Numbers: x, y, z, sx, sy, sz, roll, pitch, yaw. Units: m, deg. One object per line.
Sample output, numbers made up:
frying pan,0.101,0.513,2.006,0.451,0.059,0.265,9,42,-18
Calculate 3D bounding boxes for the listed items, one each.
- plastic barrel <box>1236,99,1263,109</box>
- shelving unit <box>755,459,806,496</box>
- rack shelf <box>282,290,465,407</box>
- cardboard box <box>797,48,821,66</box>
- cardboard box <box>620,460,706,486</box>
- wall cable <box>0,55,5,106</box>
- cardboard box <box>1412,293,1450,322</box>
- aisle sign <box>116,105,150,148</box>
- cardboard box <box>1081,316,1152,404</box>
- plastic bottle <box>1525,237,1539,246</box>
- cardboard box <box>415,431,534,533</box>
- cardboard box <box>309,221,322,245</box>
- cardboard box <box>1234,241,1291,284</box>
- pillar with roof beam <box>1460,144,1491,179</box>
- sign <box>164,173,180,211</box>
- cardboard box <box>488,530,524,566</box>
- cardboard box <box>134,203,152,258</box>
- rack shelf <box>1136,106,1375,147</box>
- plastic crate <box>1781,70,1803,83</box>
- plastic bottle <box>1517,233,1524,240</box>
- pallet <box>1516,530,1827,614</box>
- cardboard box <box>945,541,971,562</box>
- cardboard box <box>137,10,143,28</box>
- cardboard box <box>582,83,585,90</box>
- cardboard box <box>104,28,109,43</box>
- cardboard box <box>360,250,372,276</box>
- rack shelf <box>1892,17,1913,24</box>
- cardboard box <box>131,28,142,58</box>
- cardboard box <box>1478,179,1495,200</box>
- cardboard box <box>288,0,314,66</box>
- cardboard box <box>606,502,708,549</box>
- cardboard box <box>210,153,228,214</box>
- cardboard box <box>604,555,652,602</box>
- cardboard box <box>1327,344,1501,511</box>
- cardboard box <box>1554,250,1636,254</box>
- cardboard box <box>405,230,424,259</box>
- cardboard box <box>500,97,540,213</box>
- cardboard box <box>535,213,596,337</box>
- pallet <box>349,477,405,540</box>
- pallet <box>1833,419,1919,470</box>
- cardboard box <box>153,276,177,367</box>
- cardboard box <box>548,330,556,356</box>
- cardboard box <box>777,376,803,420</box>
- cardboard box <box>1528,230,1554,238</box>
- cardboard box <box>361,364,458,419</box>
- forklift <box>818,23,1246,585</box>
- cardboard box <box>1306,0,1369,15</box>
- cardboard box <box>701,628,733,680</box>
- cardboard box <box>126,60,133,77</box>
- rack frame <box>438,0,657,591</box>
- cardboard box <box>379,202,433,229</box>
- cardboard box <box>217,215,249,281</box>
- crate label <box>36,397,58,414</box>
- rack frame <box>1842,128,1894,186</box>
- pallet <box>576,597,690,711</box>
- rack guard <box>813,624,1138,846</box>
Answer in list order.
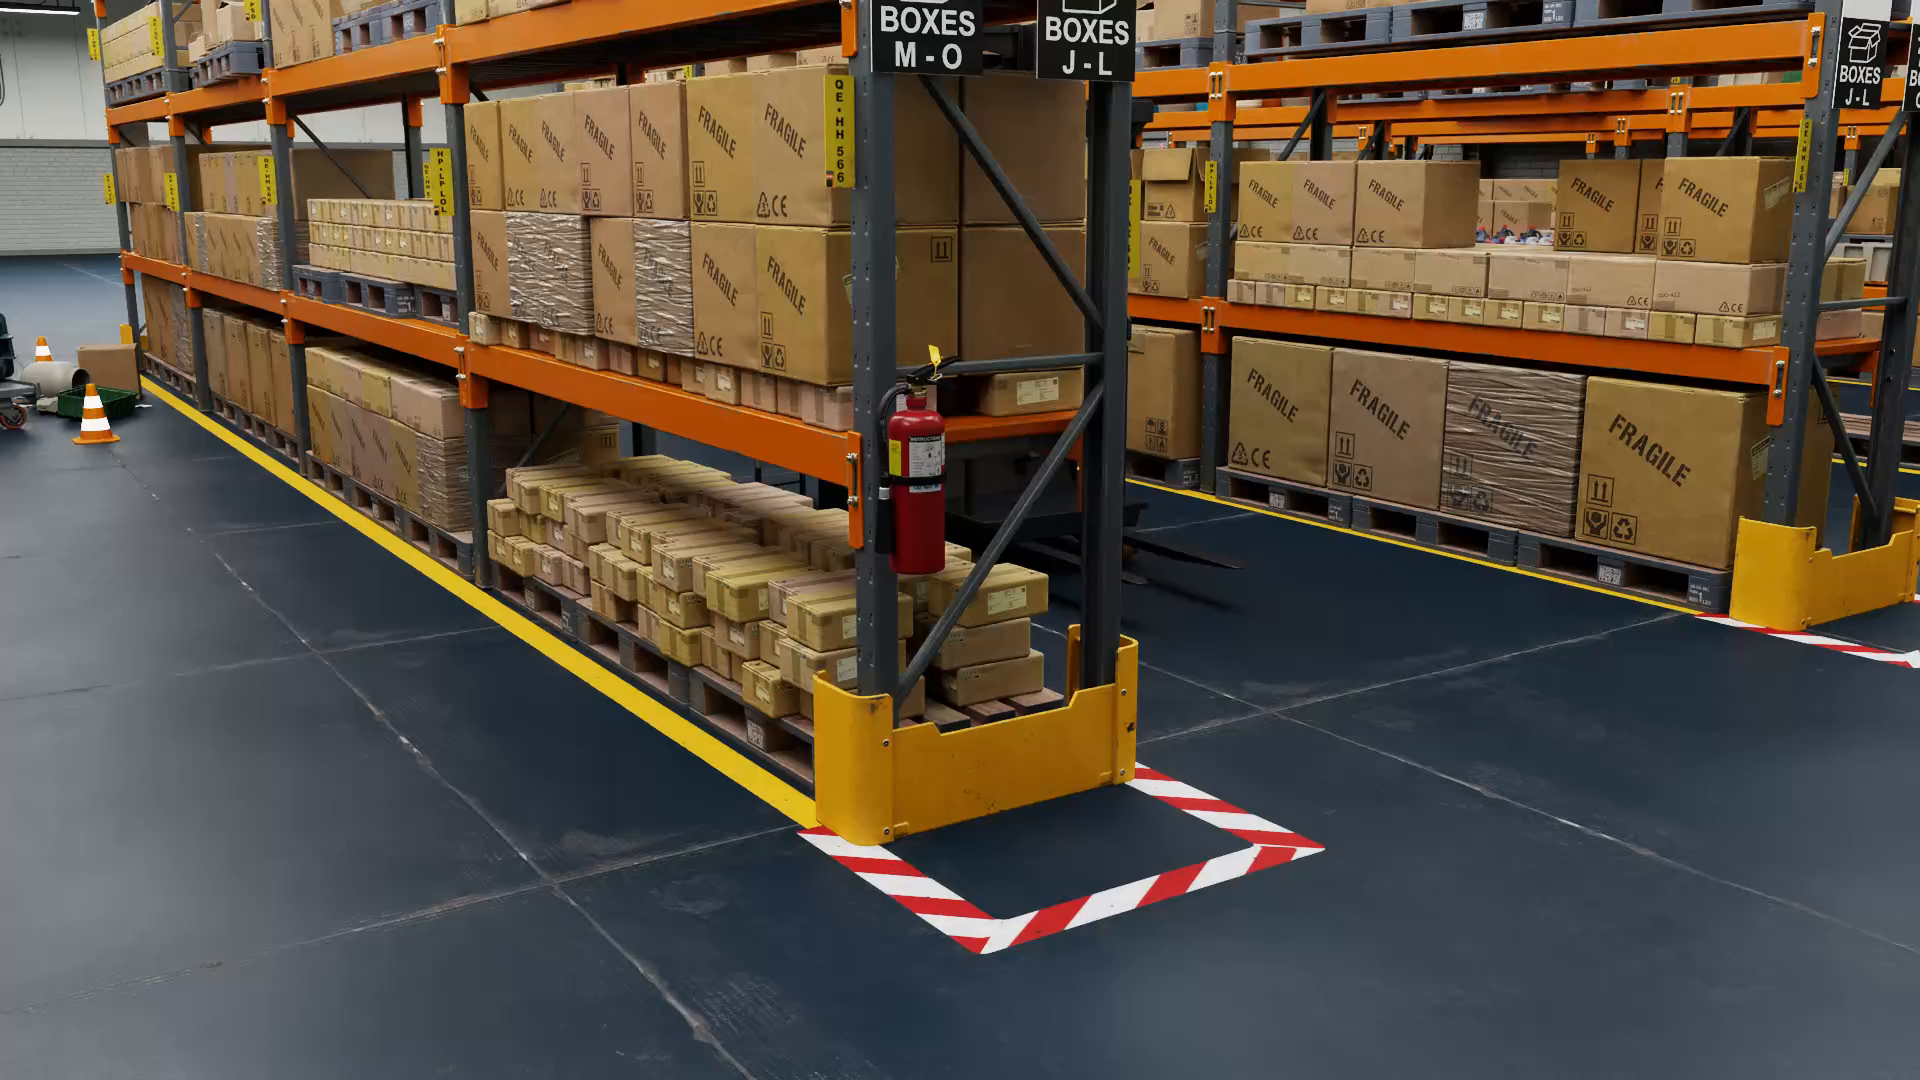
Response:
plastic barrel,3.091,-4.734,17.793,0.301,0.262,0.301,0,12,0
shelving unit,-0.943,-0.945,10.671,0.431,1.500,0.755,-11,17,-42
rack shelf,-3.210,-1.276,10.357,1.077,0.370,4.000,-8,15,-33
cardboard box,-1.160,-4.545,15.200,0.500,0.500,0.500,-8,15,-32
cardboard box,-1.513,-0.301,8.515,0.380,0.149,0.250,-8,15,-32
wall cable,-26.551,-13.712,43.539,2.305,6.003,0.169,-8,15,-33
cardboard box,2.835,-1.349,9.596,0.380,0.149,0.250,-9,15,-34
aisle sign,-9.040,-4.653,18.031,0.394,0.787,0.004,-8,15,-33
cardboard box,1.216,-1.278,12.675,1.225,0.875,0.875,-9,15,-35
plastic bottle,5.163,-2.577,14.913,0.152,0.276,0.135,-8,15,-33
cardboard box,-2.722,-0.357,9.342,0.500,0.500,0.500,-8,15,-34
cardboard box,-4.217,-2.101,11.356,0.380,0.149,0.250,-7,14,-30
cardboard box,2.125,-1.798,10.717,0.500,0.250,0.500,-8,15,-34
pillar with roof beam,5.329,-8.133,25.987,9.100,9.000,0.400,-8,15,-33
sign,-6.995,-3.090,14.758,0.100,0.325,0.005,-8,15,-33
cardboard box,-2.168,0.019,8.444,0.380,0.149,0.250,-9,15,-35
cardboard box,-7.979,-3.208,17.161,0.875,0.550,0.550,-8,15,-33
rack shelf,2.882,-4.608,18.573,1.077,0.370,4.000,-8,15,-33
plastic crate,6.693,-3.749,13.459,0.450,0.188,0.662,-8,15,-33
plastic bottle,5.328,-2.793,15.884,0.061,0.283,0.133,-8,15,-33
pallet,3.791,0.100,8.909,1.003,0.211,1.213,-8,15,-33
cardboard box,-0.179,0.109,6.641,0.380,0.149,0.250,-8,15,-33
cardboard box,-7.419,-4.842,15.464,0.380,0.149,0.250,-8,15,-32
cardboard box,-4.300,-5.397,19.918,0.380,0.149,0.250,-8,15,-34
cardboard box,-8.693,-5.250,17.331,0.380,0.149,0.250,-8,15,-32
cardboard box,-3.502,-1.726,10.339,0.380,0.149,0.250,-8,15,-32
rack shelf,13.346,-6.339,20.405,1.077,0.370,4.000,-8,15,-33
cardboard box,-7.576,-4.722,15.849,0.500,0.250,0.500,-8,15,-33
cardboard box,8.662,-5.644,27.197,0.500,0.500,0.500,-8,14,-31
cardboard box,-3.940,-3.276,10.565,0.500,0.500,0.500,-8,15,-33
cardboard box,-1.343,-0.056,7.395,0.380,0.149,0.250,-9,15,-35
cardboard box,-5.968,-3.053,14.225,0.700,0.500,0.500,-8,15,-34
cardboard box,-1.305,0.146,7.167,0.380,0.149,0.250,-8,15,-32
cardboard box,2.881,-0.721,10.127,0.875,0.875,0.875,-8,15,-33
cardboard box,3.689,-1.500,9.354,0.500,0.250,0.500,-9,15,-35
cardboard box,-2.924,-1.686,9.458,0.380,0.149,0.250,-9,15,-35
cardboard box,-1.755,-1.754,7.593,0.500,0.500,0.500,-9,15,-34
cardboard box,-1.508,-1.167,7.245,0.500,0.500,0.500,-8,15,-34
pallet,-3.215,-0.265,10.577,1.003,0.211,1.213,-8,15,-33
pallet,7.326,-0.721,12.665,1.003,0.211,1.213,-8,15,-33
cardboard box,-7.831,-2.304,17.365,0.875,0.875,0.875,-8,15,-34
cardboard box,-1.675,-0.932,7.691,0.380,0.149,0.250,-9,15,-35
cardboard box,-0.408,-0.510,5.763,0.380,0.149,0.250,-8,15,-33
cardboard box,7.362,-3.821,20.902,0.380,0.149,0.250,-7,14,-29
cardboard box,-3.303,-0.910,10.112,0.500,0.250,0.500,-9,15,-35
forklift,0.332,-1.318,9.026,1.130,2.935,3.031,-8,14,-31
cardboard box,2.567,-3.477,10.266,0.700,0.500,0.500,-9,15,-36
cardboard box,-0.800,0.425,6.586,0.380,0.149,0.250,-8,15,-32
cardboard box,-7.987,-4.634,16.379,0.380,0.149,0.250,-8,15,-32
rack frame,-2.102,-1.271,8.654,1.000,3.000,0.127,-8,15,-33
cardboard box,-3.208,-1.925,9.854,0.380,0.149,0.250,-9,15,-35
cardboard box,-5.631,-2.348,13.345,0.500,0.500,0.500,-8,15,-32
crate label,-8.239,-1.225,15.143,0.250,0.136,0.298,4,13,16
rack frame,12.238,-4.311,22.553,1.000,3.000,0.127,-8,15,-33
pallet,-1.020,0.423,7.432,1.003,0.211,1.213,-8,15,-33
rack guard,0.072,0.648,5.730,1.175,0.500,0.348,-8,15,-33
